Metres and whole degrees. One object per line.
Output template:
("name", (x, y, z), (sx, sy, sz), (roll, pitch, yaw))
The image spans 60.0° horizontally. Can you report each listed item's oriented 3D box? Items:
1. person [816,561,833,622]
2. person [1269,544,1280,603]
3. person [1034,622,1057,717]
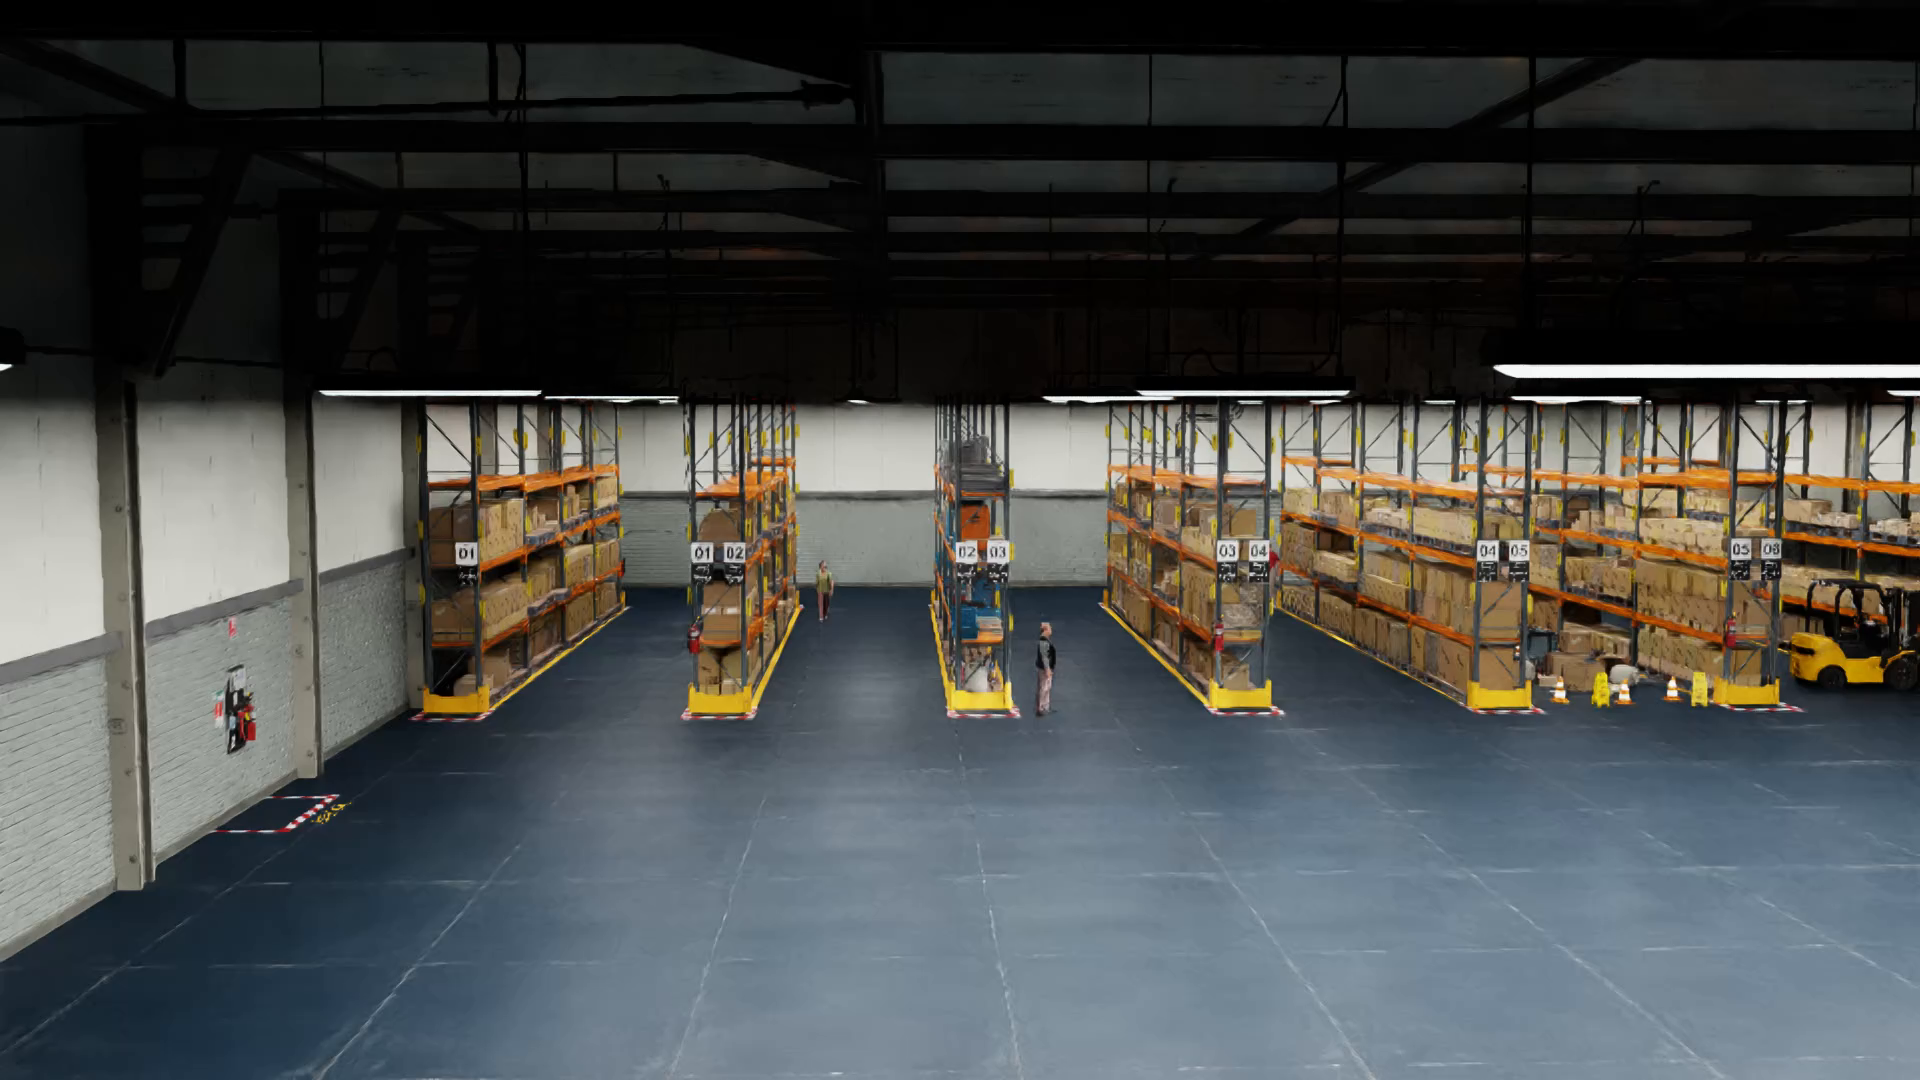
("person", (-3.616, 1.359, 44.391), (0.458, 1.610, 1.018), (0, 5, -4))
("person", (9.141, 0.961, 48.899), (0.521, 1.756, 0.638), (-4, 6, -38))
("person", (1.579, 2.380, 30.789), (0.385, 1.727, 0.687), (1, 5, 8))
